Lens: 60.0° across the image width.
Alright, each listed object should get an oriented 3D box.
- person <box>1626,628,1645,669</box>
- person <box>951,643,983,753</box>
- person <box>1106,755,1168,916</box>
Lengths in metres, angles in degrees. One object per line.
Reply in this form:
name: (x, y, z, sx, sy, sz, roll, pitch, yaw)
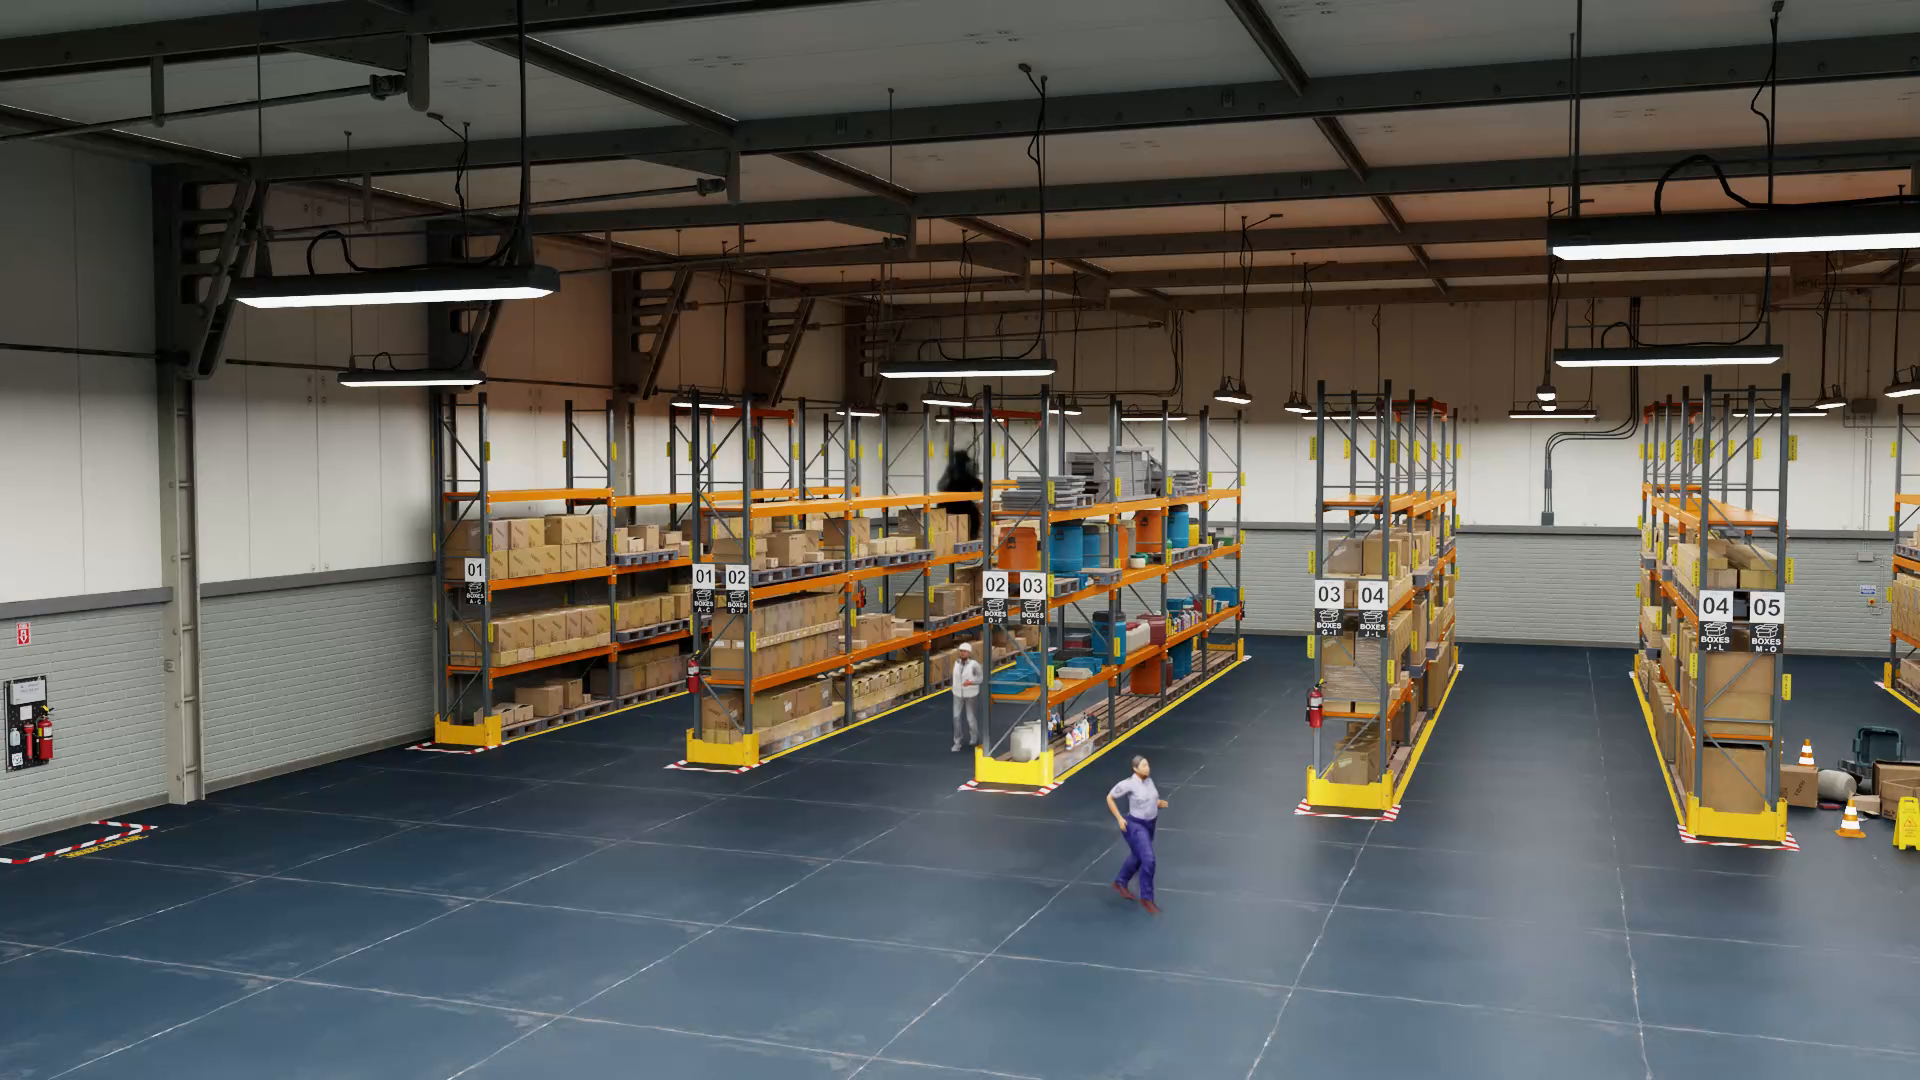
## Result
person: (15.681, 2.118, 38.036, 0.790, 1.702, 0.971, 1, 3, 22)
person: (0.118, 2.626, 27.959, 0.649, 1.809, 0.834, 1, 3, 18)
person: (1.955, 3.210, 18.227, 0.755, 1.711, 0.583, 2, 4, 39)
